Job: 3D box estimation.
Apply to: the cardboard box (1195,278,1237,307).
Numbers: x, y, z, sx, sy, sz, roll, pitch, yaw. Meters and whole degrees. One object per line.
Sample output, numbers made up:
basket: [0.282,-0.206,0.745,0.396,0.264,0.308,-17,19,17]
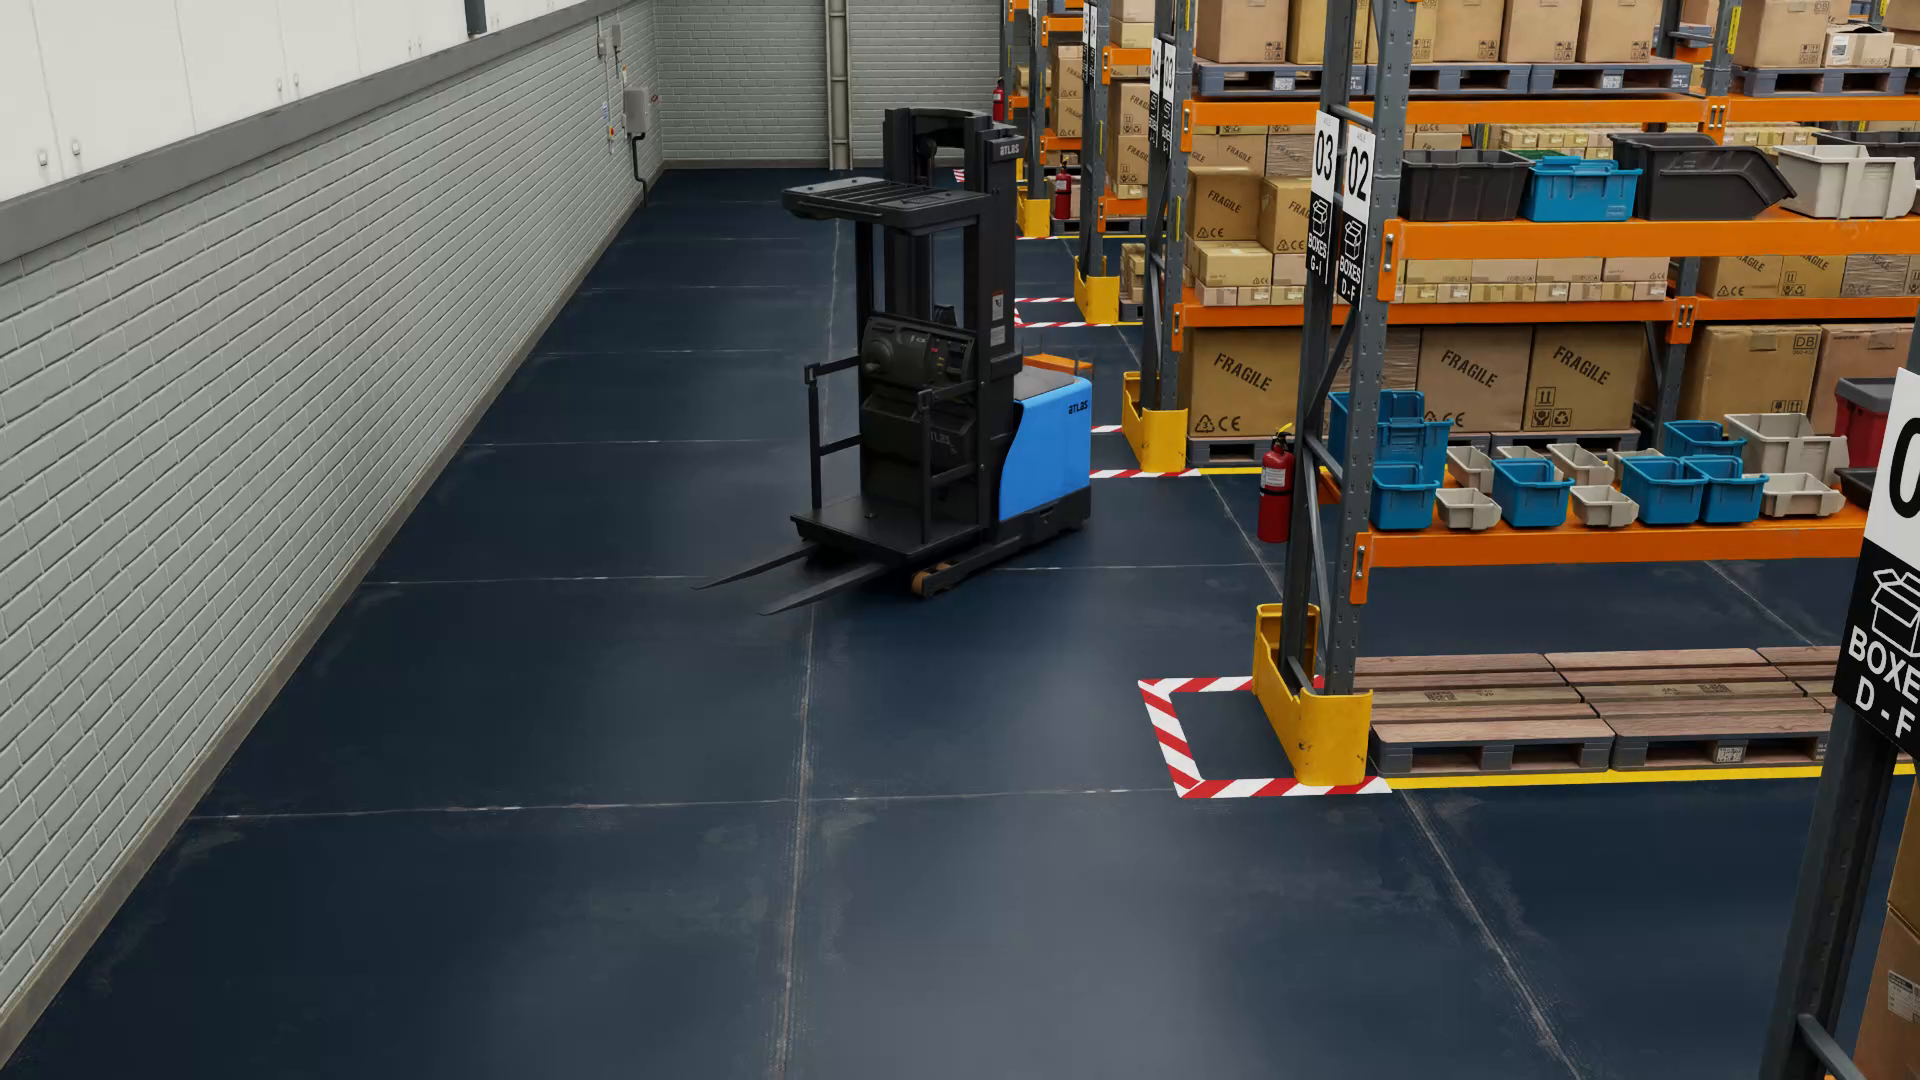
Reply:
cardboard box: [1.962,-1.909,12.772,0.250,0.149,0.380,-1,21,-2]

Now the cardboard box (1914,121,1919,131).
cardboard box: [10.347,-4.593,17.923,0.500,0.500,0.700,-1,21,-4]

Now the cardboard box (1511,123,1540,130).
cardboard box: [6.058,-4.422,17.945,0.250,0.149,0.380,-2,21,-5]

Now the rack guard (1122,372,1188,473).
rack guard: [1.565,-0.967,13.459,0.348,0.500,1.175,-1,21,-3]

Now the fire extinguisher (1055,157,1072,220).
fire extinguisher: [1.129,-3.849,18.146,0.183,0.674,0.296,-1,21,-3]

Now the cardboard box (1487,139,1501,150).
cardboard box: [5.786,-4.277,17.985,0.250,0.149,0.380,-1,21,-1]

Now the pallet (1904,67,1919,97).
pallet: [7.820,-3.557,12.796,1.213,0.211,1.003,0,21,-1]

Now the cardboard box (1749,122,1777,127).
cardboard box: [8.653,-4.473,18.079,0.250,0.149,0.380,-2,21,-5]

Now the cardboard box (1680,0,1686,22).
cardboard box: [7.811,-5.569,17.677,0.500,0.500,0.500,-1,21,-3]

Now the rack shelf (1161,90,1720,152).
rack shelf: [3.586,-3.242,12.717,4.000,0.370,1.077,-1,21,-3]

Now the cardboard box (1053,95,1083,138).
cardboard box: [1.519,-5.611,22.002,0.500,0.500,0.500,-1,21,-3]

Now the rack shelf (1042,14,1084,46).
rack shelf: [3.020,-6.763,21.963,4.000,0.370,1.077,-1,21,-3]

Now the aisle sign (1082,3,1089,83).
aisle sign: [1.317,-5.220,17.463,0.004,0.787,0.394,-1,21,-3]

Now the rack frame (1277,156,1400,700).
rack frame: [1.872,-0.377,8.395,0.127,3.000,1.000,-1,21,-3]

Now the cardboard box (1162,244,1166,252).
cardboard box: [2.175,-3.128,18.200,0.250,0.149,0.380,-1,21,-2]

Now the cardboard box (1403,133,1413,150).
cardboard box: [4.415,-4.047,17.476,0.500,0.500,0.500,-2,21,-5]

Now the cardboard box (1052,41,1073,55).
cardboard box: [1.370,-6.552,22.157,0.250,0.149,0.380,-1,21,-2]

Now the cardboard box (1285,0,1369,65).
cardboard box: [2.674,-3.826,12.367,0.500,0.500,0.700,-2,21,-5]

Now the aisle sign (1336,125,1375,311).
aisle sign: [1.817,-1.485,7.651,0.004,0.787,0.394,-1,21,-3]

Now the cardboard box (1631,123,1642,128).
cardboard box: [7.360,-4.448,18.015,0.250,0.149,0.380,-1,21,-4]

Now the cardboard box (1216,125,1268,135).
cardboard box: [2.894,-4.483,17.217,0.500,0.500,0.500,-2,21,-4]

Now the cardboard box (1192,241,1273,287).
cardboard box: [2.084,-2.119,12.763,0.500,0.250,0.500,-2,21,-4]

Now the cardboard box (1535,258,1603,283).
cardboard box: [4.640,-2.173,12.905,0.500,0.250,0.500,-1,21,-1]

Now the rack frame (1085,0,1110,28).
rack frame: [1.407,-6.704,16.582,0.127,3.000,1.000,-1,21,-3]

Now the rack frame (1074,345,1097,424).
rack frame: [0.873,-0.806,12.027,0.015,1.200,0.240,17,22,37]

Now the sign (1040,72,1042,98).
sign: [1.049,-5.901,21.576,0.005,0.325,0.100,-1,21,-3]

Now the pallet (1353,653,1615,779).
pallet: [2.697,0.924,8.899,1.213,0.211,1.003,-1,21,-3]

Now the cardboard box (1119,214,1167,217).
cardboard box: [2.590,-4.726,22.829,0.875,0.438,0.875,-1,21,-2]

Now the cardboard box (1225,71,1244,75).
cardboard box: [3.547,-6.123,21.942,0.500,0.500,0.500,-1,21,-2]

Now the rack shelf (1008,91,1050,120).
rack shelf: [2.733,-7.124,27.128,4.000,0.370,1.077,-1,21,-3]

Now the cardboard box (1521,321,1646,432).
cardboard box: [4.919,-1.436,13.572,0.875,0.875,0.875,-1,21,-3]

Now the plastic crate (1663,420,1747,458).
plastic crate: [3.908,-0.459,8.763,0.300,0.233,0.416,-1,21,-3]

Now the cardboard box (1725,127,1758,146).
cardboard box: [8.152,-4.230,17.443,0.250,0.149,0.380,-1,21,-1]

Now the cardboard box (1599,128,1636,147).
cardboard box: [6.859,-4.205,17.376,0.250,0.149,0.380,-1,21,-4]

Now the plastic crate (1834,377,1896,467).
plastic crate: [4.960,-0.587,8.772,0.583,0.464,0.402,-1,21,-3]

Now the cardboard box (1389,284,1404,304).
cardboard box: [3.246,-1.936,12.843,0.250,0.149,0.380,-1,21,-4]

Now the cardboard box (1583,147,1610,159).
cardboard box: [6.596,-4.061,17.416,0.250,0.149,0.380,-2,21,-5]

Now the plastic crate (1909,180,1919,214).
plastic crate: [4.617,-1.576,7.698,0.466,0.136,0.293,-1,21,-3]

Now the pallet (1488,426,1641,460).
pallet: [4.819,-0.927,13.758,1.213,0.211,1.003,-1,21,-3]

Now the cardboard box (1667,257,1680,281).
cardboard box: [6.034,-2.371,13.491,0.500,0.500,0.500,-1,21,-3]

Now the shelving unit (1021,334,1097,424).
shelving unit: [0.688,-0.863,12.176,0.503,1.200,0.258,17,22,37]

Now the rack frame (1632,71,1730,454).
rack frame: [5.583,-2.217,13.229,0.127,3.000,1.000,-1,21,-3]

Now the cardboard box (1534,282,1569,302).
cardboard box: [4.527,-1.962,12.911,0.250,0.149,0.380,-1,21,-2]

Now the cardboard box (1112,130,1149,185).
cardboard box: [1.871,-3.997,17.345,0.500,0.500,0.500,0,21,0]

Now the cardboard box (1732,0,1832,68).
cardboard box: [6.161,-3.878,12.643,0.500,0.500,0.700,-1,21,-2]

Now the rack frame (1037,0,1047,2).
rack frame: [1.023,-8.460,21.195,0.127,3.000,1.000,-1,21,-3]

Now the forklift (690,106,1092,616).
forklift: [-0.415,-1.201,10.656,1.130,2.935,3.031,17,27,38]

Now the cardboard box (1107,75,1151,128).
cardboard box: [1.850,-4.651,17.657,0.500,0.500,0.500,-2,21,-4]

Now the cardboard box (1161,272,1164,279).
cardboard box: [2.221,-2.808,17.779,0.250,0.149,0.380,-1,21,-3]

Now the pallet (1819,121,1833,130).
pallet: [12.233,-5.847,23.032,1.213,0.211,1.003,-1,21,-3]

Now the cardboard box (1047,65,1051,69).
cardboard box: [1.695,-7.602,27.166,0.500,0.250,0.500,-1,21,-3]

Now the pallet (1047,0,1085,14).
pallet: [1.764,-7.036,21.794,1.213,0.211,1.003,-1,21,-3]

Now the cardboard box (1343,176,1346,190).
cardboard box: [3.100,-2.492,12.690,0.500,0.500,0.500,-2,21,-5]

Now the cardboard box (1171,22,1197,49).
cardboard box: [2.396,-5.159,16.952,0.500,0.250,0.500,-1,21,-1]

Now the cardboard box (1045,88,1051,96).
cardboard box: [1.332,-7.233,26.756,0.250,0.149,0.380,-1,21,-2]

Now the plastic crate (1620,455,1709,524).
plastic crate: [3.452,-0.241,8.190,0.300,0.233,0.416,-1,21,-3]
